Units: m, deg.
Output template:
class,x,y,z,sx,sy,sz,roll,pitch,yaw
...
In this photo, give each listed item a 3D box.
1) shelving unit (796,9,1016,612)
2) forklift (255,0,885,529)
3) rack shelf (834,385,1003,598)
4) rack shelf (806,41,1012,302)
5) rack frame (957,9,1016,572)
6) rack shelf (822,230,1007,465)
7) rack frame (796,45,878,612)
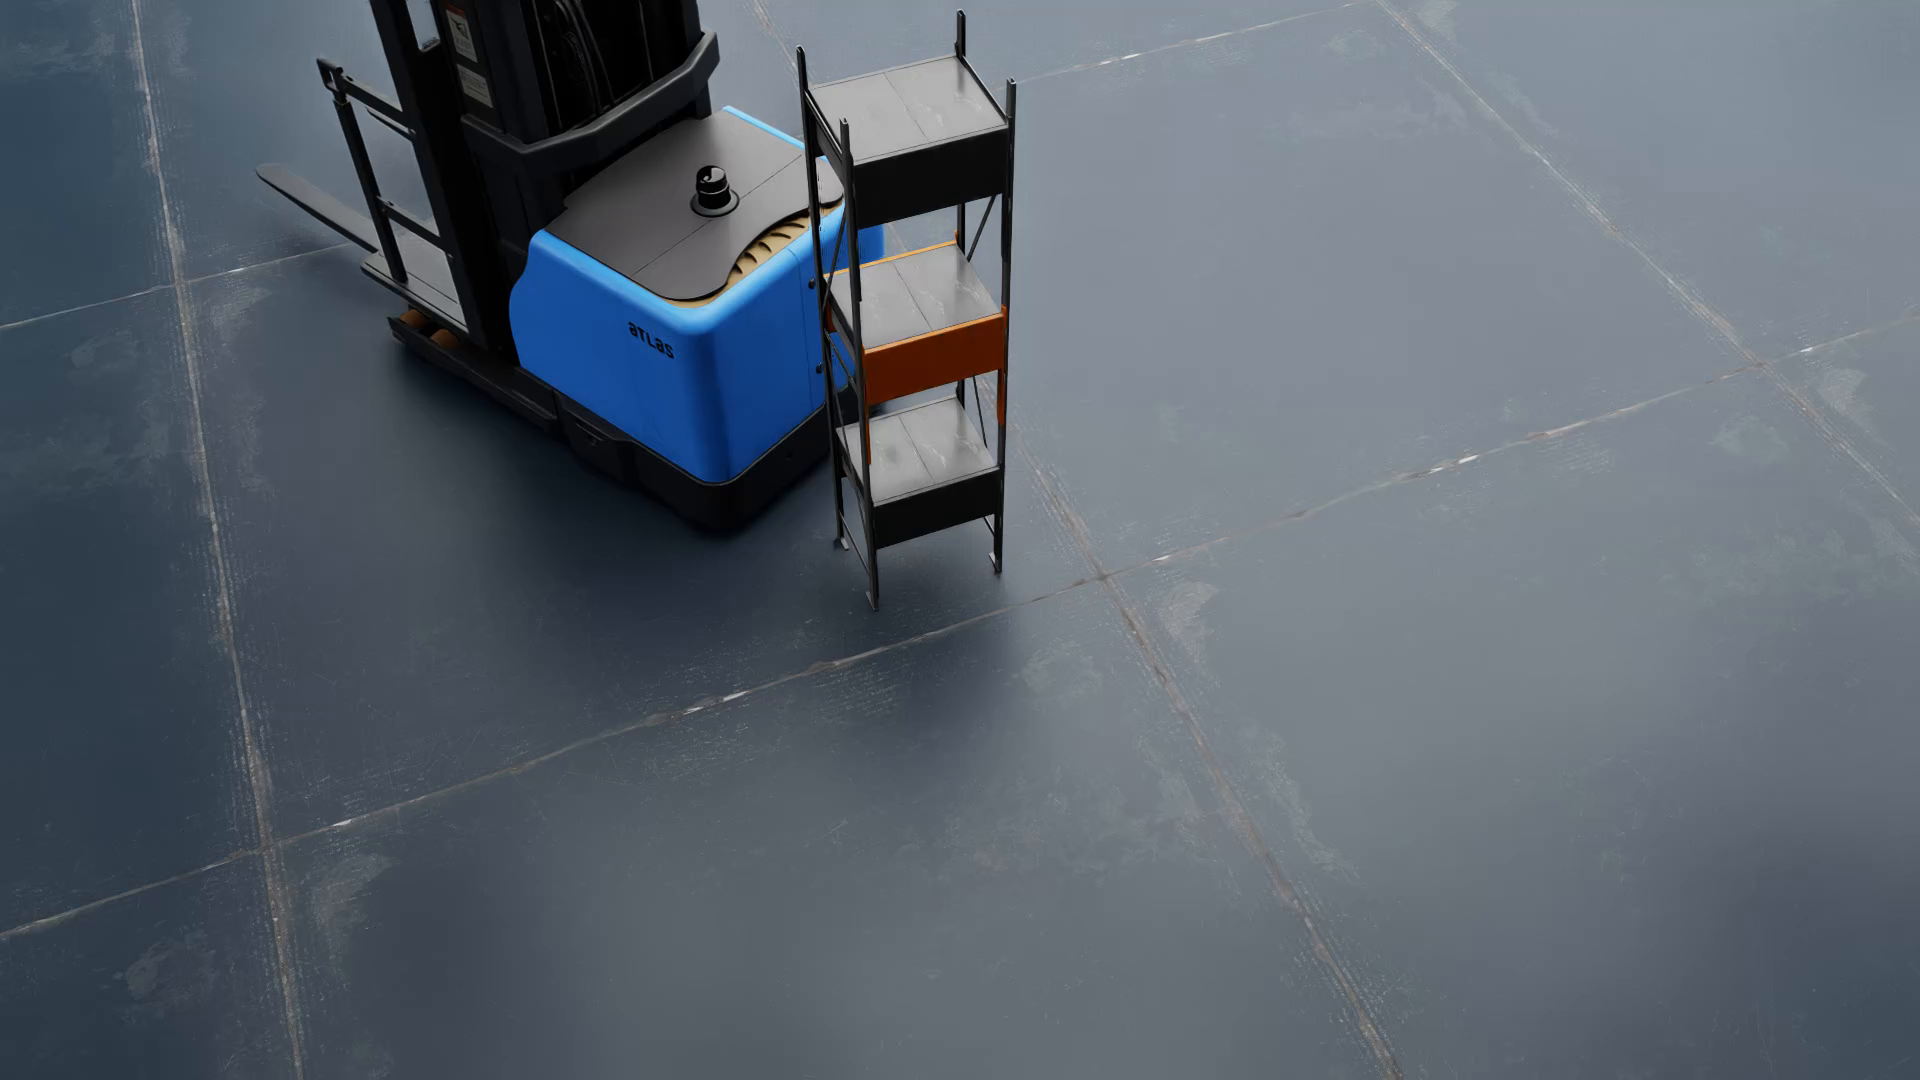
class,x,y,z,sx,sy,sz,roll,pitch,yaw
shelving unit,-0.153,-0.637,5.413,0.503,2.100,0.431,-17,52,-14
forklift,-1.732,-1.939,5.983,3.031,2.935,1.130,31,56,24
rack shelf,-0.153,-0.172,5.954,0.480,0.518,0.431,-17,52,-14
rack shelf,-0.153,-1.084,4.892,0.480,0.518,0.431,-17,52,-14
rack frame,0.073,-0.707,5.473,0.015,2.100,0.400,-17,52,-14
rack shelf,-0.153,-0.628,5.423,0.480,0.518,0.431,-17,52,-14
rack frame,-0.379,-0.567,5.353,0.015,2.100,0.400,-17,52,-14
